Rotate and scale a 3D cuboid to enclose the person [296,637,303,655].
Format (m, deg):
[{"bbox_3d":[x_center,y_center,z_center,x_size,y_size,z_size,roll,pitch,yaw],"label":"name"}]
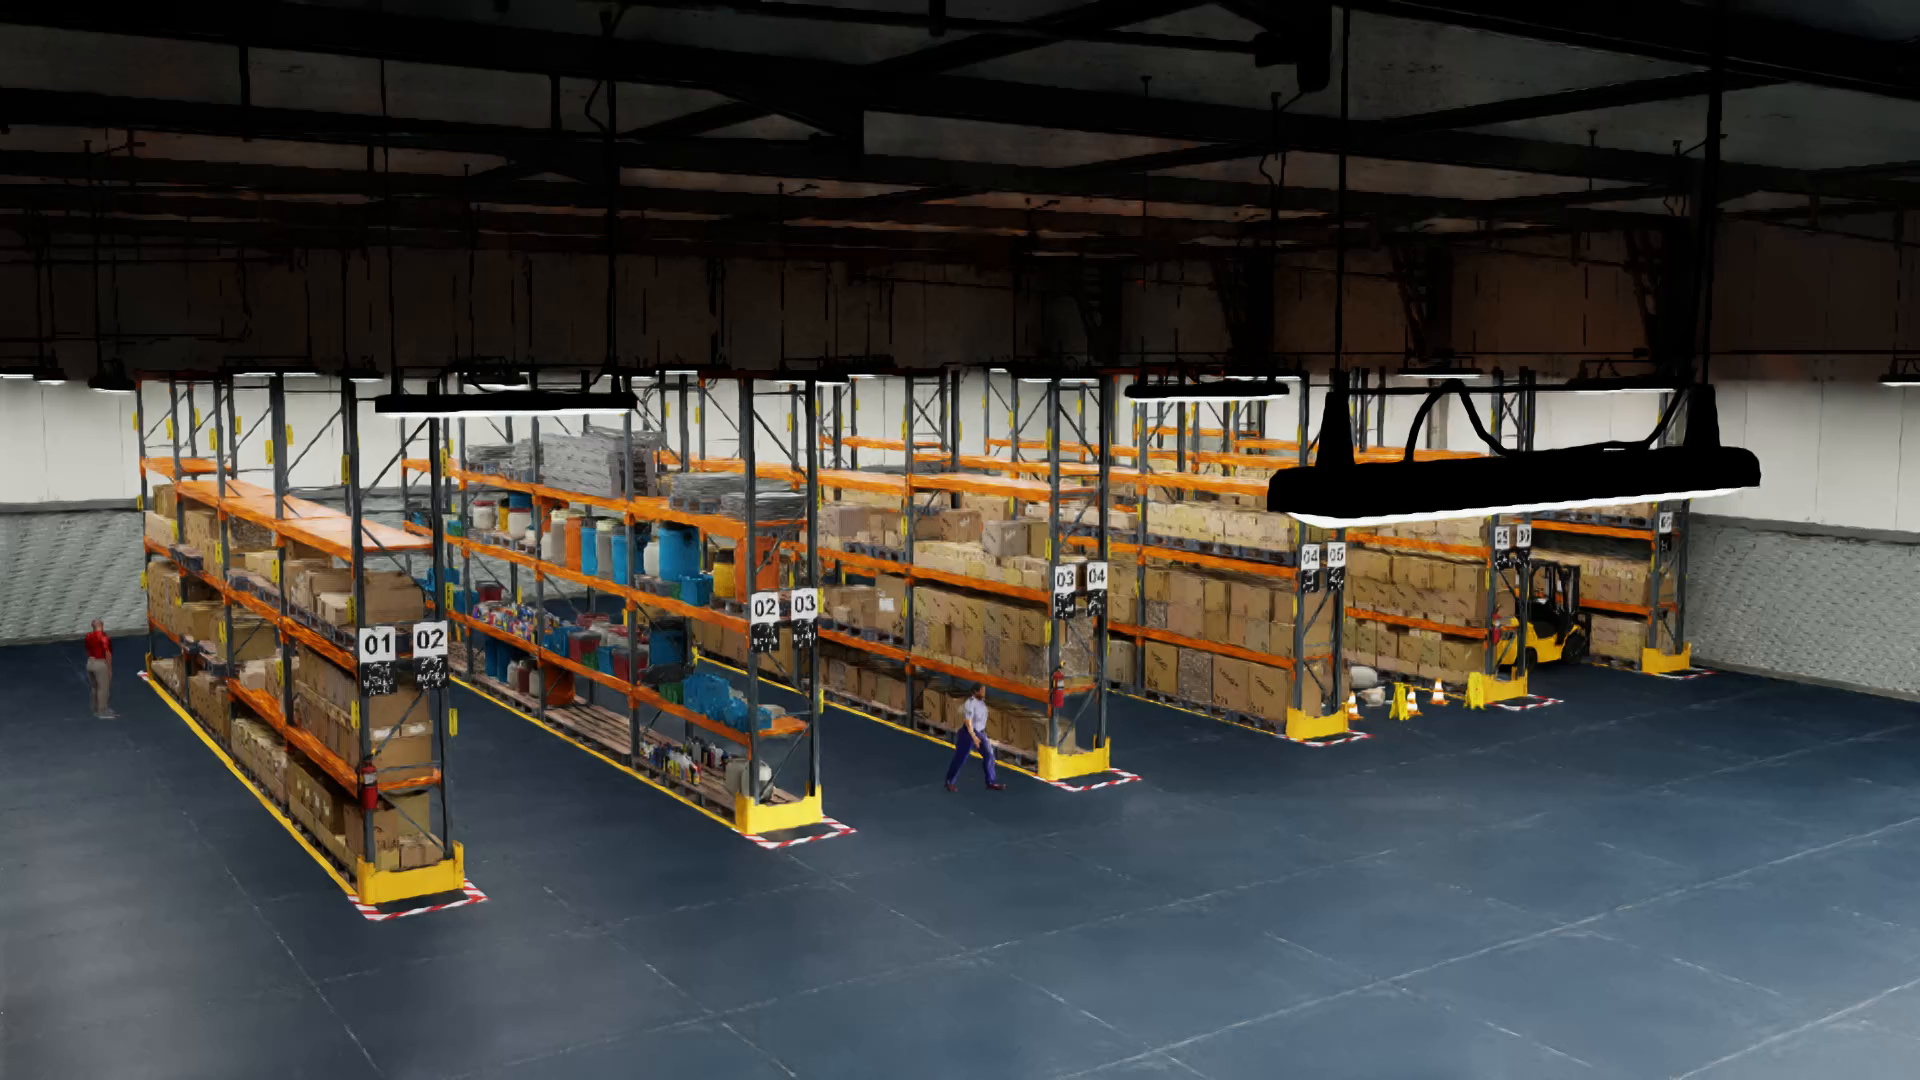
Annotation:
[{"bbox_3d":[-11.939,2.000,30.326,0.652,1.790,0.395,6,9,43],"label":"person"}]

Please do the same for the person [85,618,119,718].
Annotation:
[{"bbox_3d":[-14.871,2.209,28.835,0.595,1.737,0.450,3,7,26],"label":"person"}]

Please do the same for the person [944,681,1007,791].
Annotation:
[{"bbox_3d":[0.199,2.824,24.036,0.828,1.600,0.574,4,8,31],"label":"person"}]

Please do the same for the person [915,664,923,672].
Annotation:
[{"bbox_3d":[-0.786,1.936,31.324,0.567,1.736,1.044,-4,8,-35],"label":"person"}]
